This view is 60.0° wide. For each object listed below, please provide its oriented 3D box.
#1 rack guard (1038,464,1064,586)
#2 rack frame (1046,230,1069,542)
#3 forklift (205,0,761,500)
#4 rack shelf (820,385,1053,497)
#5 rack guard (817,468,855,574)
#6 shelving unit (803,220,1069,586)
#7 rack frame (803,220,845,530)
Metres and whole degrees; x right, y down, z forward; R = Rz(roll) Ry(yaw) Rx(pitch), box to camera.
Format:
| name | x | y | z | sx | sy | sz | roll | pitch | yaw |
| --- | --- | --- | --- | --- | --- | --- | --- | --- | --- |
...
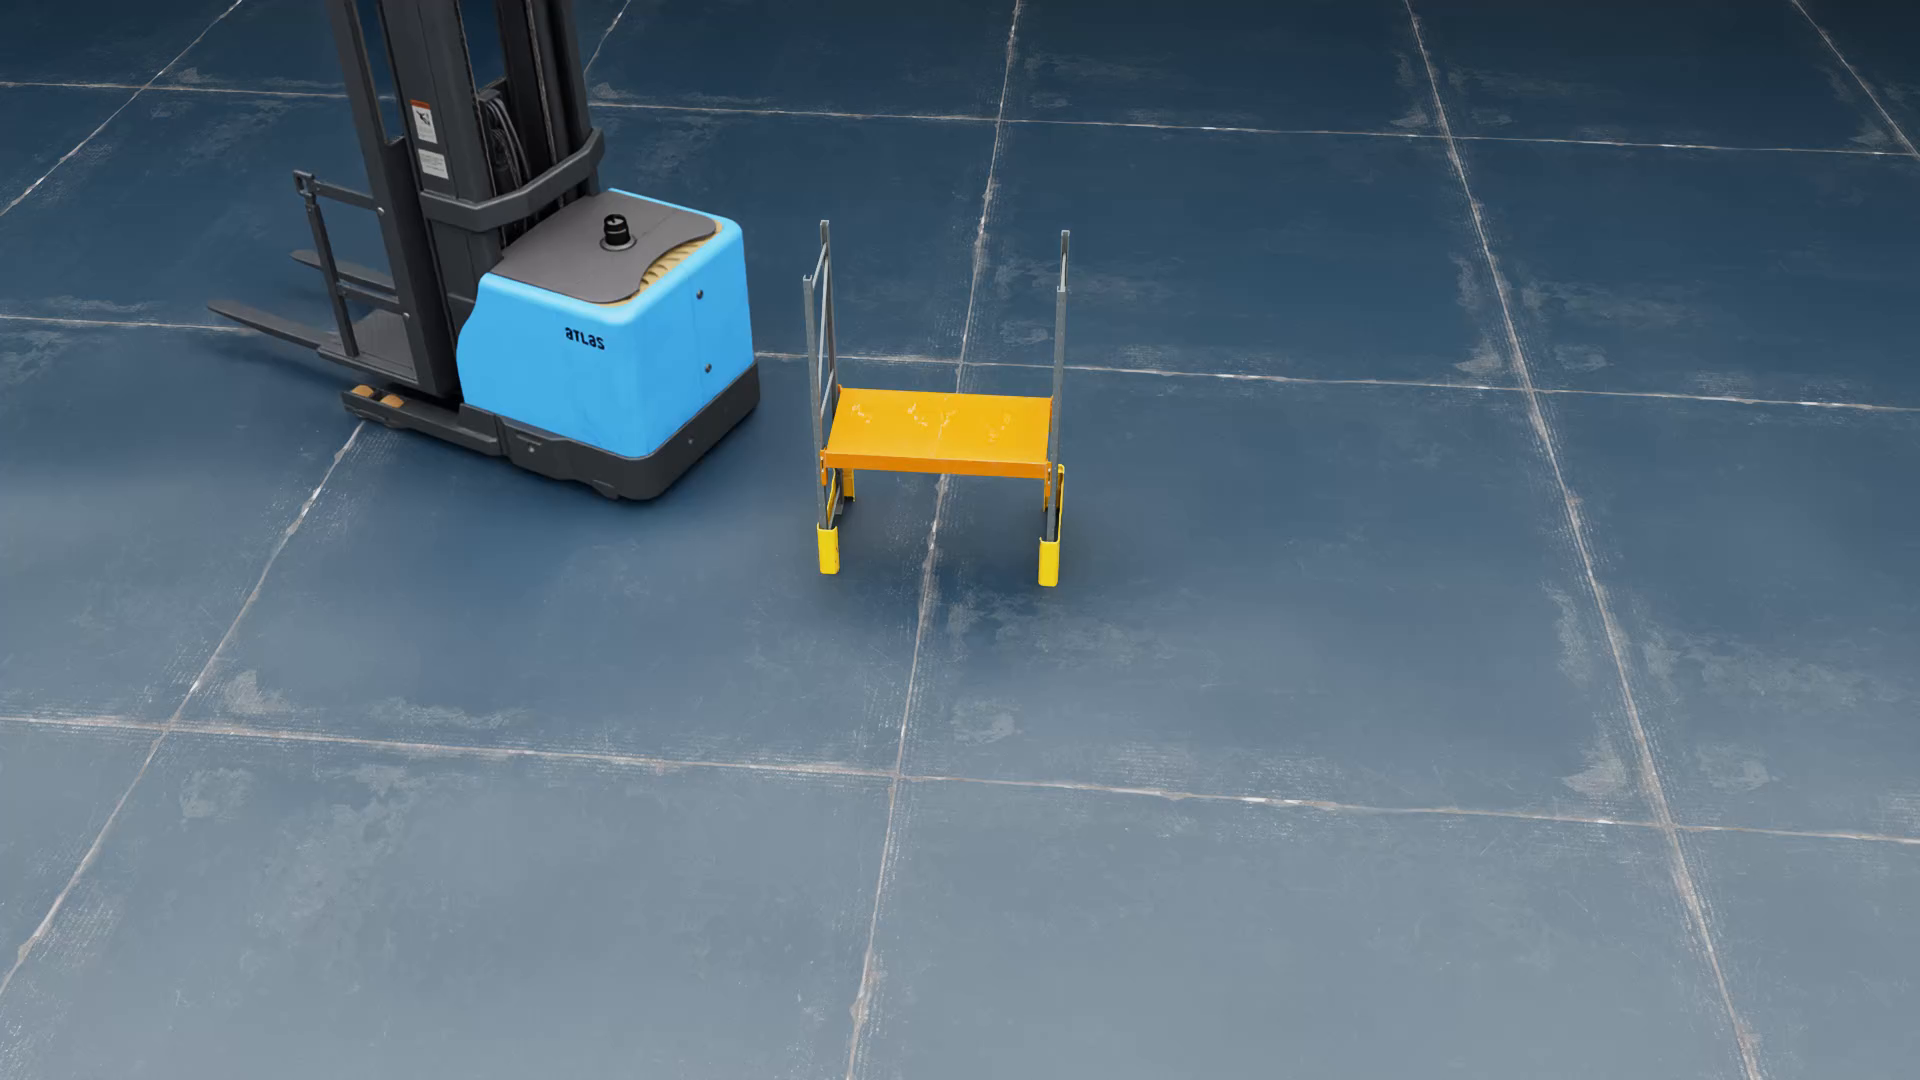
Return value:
| name | x | y | z | sx | sy | sz | roll | pitch | yaw |
| --- | --- | --- | --- | --- | --- | --- | --- | --- | --- |
| rack guard | 0.420 | -0.074 | 7.643 | 0.087 | 0.250 | 0.587 | 3 | 39 | 4 |
| rack frame | 0.421 | -0.559 | 7.248 | 0.032 | 1.500 | 0.500 | 3 | 39 | 4 |
| forklift | -2.571 | -1.980 | 7.861 | 3.031 | 2.935 | 1.130 | 18 | 43 | 21 |
| rack shelf | -0.085 | -0.447 | 7.396 | 1.000 | 0.185 | 0.538 | 3 | 39 | 4 |
| rack guard | -0.572 | -0.128 | 7.710 | 0.087 | 0.250 | 0.587 | 3 | 39 | 4 |
| shelving unit | -0.076 | -0.586 | 7.282 | 1.083 | 1.500 | 0.587 | 3 | 39 | 4 |
| rack frame | -0.591 | -0.614 | 7.316 | 0.032 | 1.500 | 0.500 | 3 | 39 | 4 |
